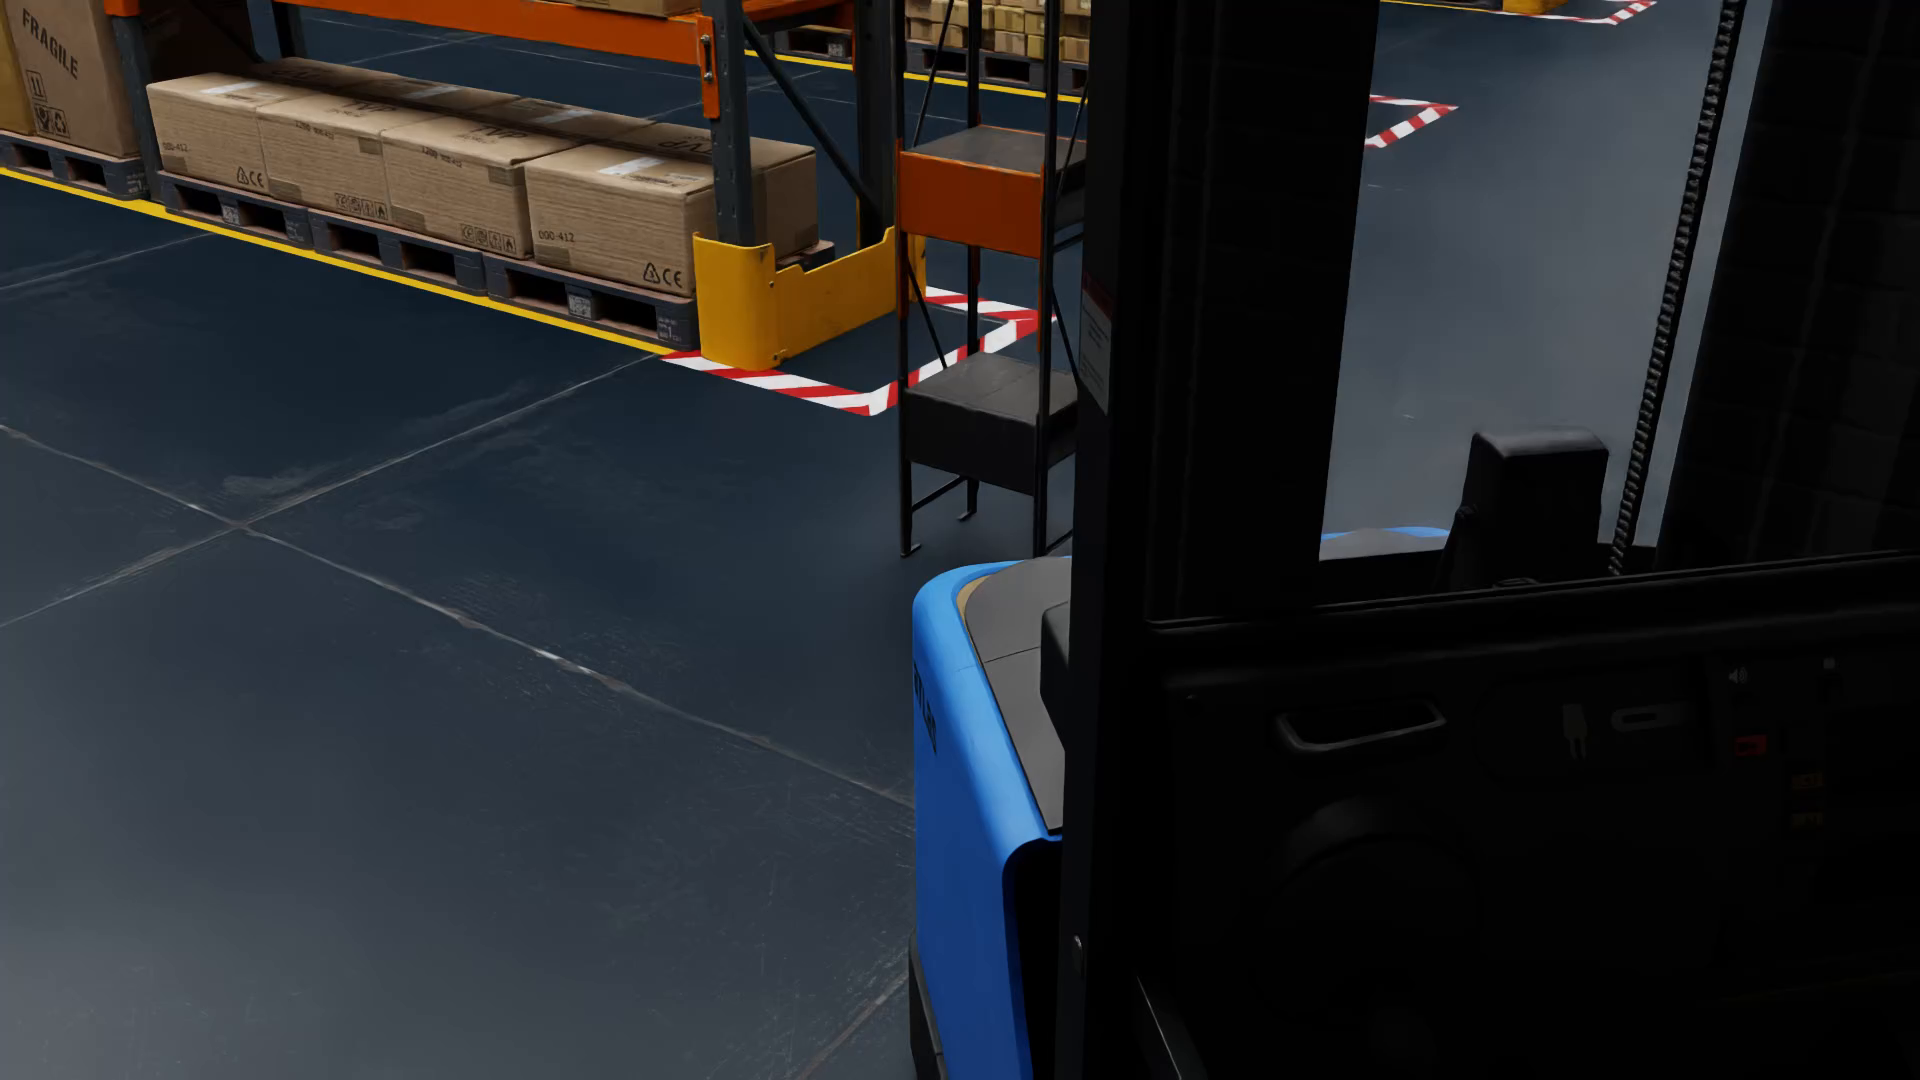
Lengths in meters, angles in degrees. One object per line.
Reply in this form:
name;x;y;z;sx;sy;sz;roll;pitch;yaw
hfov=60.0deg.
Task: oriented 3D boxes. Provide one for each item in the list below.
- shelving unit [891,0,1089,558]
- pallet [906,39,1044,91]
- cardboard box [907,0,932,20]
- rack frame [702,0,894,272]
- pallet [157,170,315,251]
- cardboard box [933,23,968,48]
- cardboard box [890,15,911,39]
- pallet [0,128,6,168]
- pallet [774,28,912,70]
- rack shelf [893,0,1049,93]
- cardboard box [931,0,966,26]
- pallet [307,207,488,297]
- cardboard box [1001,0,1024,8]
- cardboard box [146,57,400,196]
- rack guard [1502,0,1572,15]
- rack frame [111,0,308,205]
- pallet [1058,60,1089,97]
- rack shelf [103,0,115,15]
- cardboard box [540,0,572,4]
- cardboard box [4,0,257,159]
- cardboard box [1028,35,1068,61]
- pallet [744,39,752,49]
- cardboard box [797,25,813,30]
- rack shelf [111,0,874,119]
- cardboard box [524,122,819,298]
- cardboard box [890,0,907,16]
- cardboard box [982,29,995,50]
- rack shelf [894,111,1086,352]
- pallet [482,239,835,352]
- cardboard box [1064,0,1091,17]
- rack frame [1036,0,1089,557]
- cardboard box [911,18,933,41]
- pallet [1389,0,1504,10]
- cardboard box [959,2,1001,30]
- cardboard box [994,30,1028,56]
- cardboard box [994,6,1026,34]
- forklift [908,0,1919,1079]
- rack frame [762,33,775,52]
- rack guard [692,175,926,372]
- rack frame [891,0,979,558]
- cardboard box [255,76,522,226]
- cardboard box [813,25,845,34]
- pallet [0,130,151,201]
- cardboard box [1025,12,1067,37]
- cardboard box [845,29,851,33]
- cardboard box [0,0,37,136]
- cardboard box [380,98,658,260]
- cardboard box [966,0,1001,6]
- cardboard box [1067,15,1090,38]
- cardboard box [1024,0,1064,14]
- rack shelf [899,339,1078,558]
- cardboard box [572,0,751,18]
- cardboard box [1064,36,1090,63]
shelving unit;0.136;-0.893;4.690;0.503;2.100;0.431;17;32;30
pallet;0.388;-3.446;11.789;1.213;0.211;1.003;17;32;30
cardboard box;-0.163;-3.767;11.698;0.250;0.149;0.380;19;33;33
rack frame;-0.617;-2.258;6.379;0.127;3.000;1.000;17;32;30
pallet;-3.332;-1.817;8.589;1.213;0.211;1.003;17;32;30
cardboard box;0.016;-3.546;11.591;0.250;0.149;0.380;16;31;29
cardboard box;-0.386;-3.705;11.903;0.250;0.149;0.380;17;31;29
pallet;-5.603;-2.525;9.979;1.213;0.211;1.003;17;32;30
pallet;-0.621;-3.759;12.404;1.213;0.211;1.003;17;32;30
rack shelf;0.136;-1.505;4.379;0.480;0.518;0.431;17;32;30
cardboard box;0.010;-3.679;11.524;0.250;0.149;0.380;17;32;30
pallet;-2.322;-1.504;7.974;1.213;0.211;1.003;17;32;30
cardboard box;0.477;-3.710;11.256;0.250;0.149;0.380;16;31;29
cardboard box;-3.458;-2.129;8.488;0.875;0.438;0.875;17;31;30
rack guard;5.013;-4.842;14.214;0.348;0.500;1.175;17;32;30
rack frame;-3.914;-3.285;8.397;0.127;3.000;1.000;17;32;30
pallet;1.390;-3.133;11.173;1.213;0.211;1.003;17;32;30
rack shelf;-5.563;-3.478;9.570;4.000;0.370;1.077;17;32;30
cardboard box;-1.570;-2.462;6.670;0.500;0.500;0.500;17;31;29
cardboard box;-4.471;-2.654;9.038;0.875;0.875;0.875;18;32;32
cardboard box;0.655;-3.337;11.180;0.250;0.149;0.380;16;31;28
pallet;-1.838;-4.118;13.109;1.213;0.211;1.003;17;32;30
cardboard box;-1.077;-3.864;12.216;0.250;0.149;0.380;16;31;28
rack shelf;-2.266;-2.451;7.551;4.000;0.370;1.077;17;32;30
cardboard box;-1.218;-1.435;7.124;0.875;0.438;0.875;16;31;29
cardboard box;-0.376;-3.847;11.854;0.250;0.149;0.380;16;31;28
cardboard box;0.275;-3.507;11.515;0.250;0.149;0.380;18;32;32
rack shelf;0.136;-0.881;4.696;0.480;0.518;0.431;17;32;30
pallet;-1.321;-1.191;7.357;1.213;0.211;1.003;17;32;30
cardboard box;0.885;-3.552;10.947;0.250;0.149;0.380;16;31;28
rack frame;0.338;-0.831;4.567;0.015;2.100;0.400;17;32;30
cardboard box;-0.144;-3.649;11.793;0.250;0.149;0.380;16;31;28
pallet;4.290;-4.896;14.638;1.213;0.211;1.003;17;32;30
cardboard box;0.198;-3.606;11.381;0.250;0.149;0.380;18;32;31
cardboard box;0.441;-3.415;11.332;0.250;0.149;0.380;18;32;31
cardboard box;0.441;-3.546;11.263;0.250;0.149;0.380;19;33;33
forklift;0.689;0.310;1.408;1.130;2.935;3.031;-5;27;-10
rack frame;-1.195;-5.161;12.085;0.127;3.000;1.000;17;32;30
rack guard;-0.597;-1.137;6.934;0.348;0.500;1.175;17;32;30
rack frame;-0.065;-0.956;4.813;0.015;2.100;0.400;17;32;30
cardboard box;-2.719;-1.899;8.036;0.875;0.438;0.875;16;31;29
cardboard box;-0.858;-3.796;12.082;0.250;0.149;0.380;18;32;32
pallet;-4.593;-2.212;9.364;1.213;0.211;1.003;17;32;30
cardboard box;0.642;-3.473;11.120;0.250;0.149;0.380;18;32;31
cardboard box;-0.623;-3.752;11.995;0.250;0.149;0.380;17;32;30
cardboard box;-5.220;-2.883;9.488;0.875;0.875;0.875;18;32;32
cardboard box;-1.977;-1.667;7.580;0.875;0.438;0.875;18;32;32
cardboard box;0.245;-3.766;11.368;0.250;0.149;0.380;17;32;31
cardboard box;0.913;-3.452;11.079;0.250;0.149;0.380;17;31;30
cardboard box;0.632;-3.600;11.042;0.250;0.149;0.380;19;32;32
rack shelf;0.136;-0.257;5.014;0.480;0.518;0.431;17;32;30
cardboard box;-1.165;-2.327;6.405;0.500;0.500;0.500;18;32;31
cardboard box;0.901;-3.295;11.097;0.250;0.149;0.380;18;32;31
